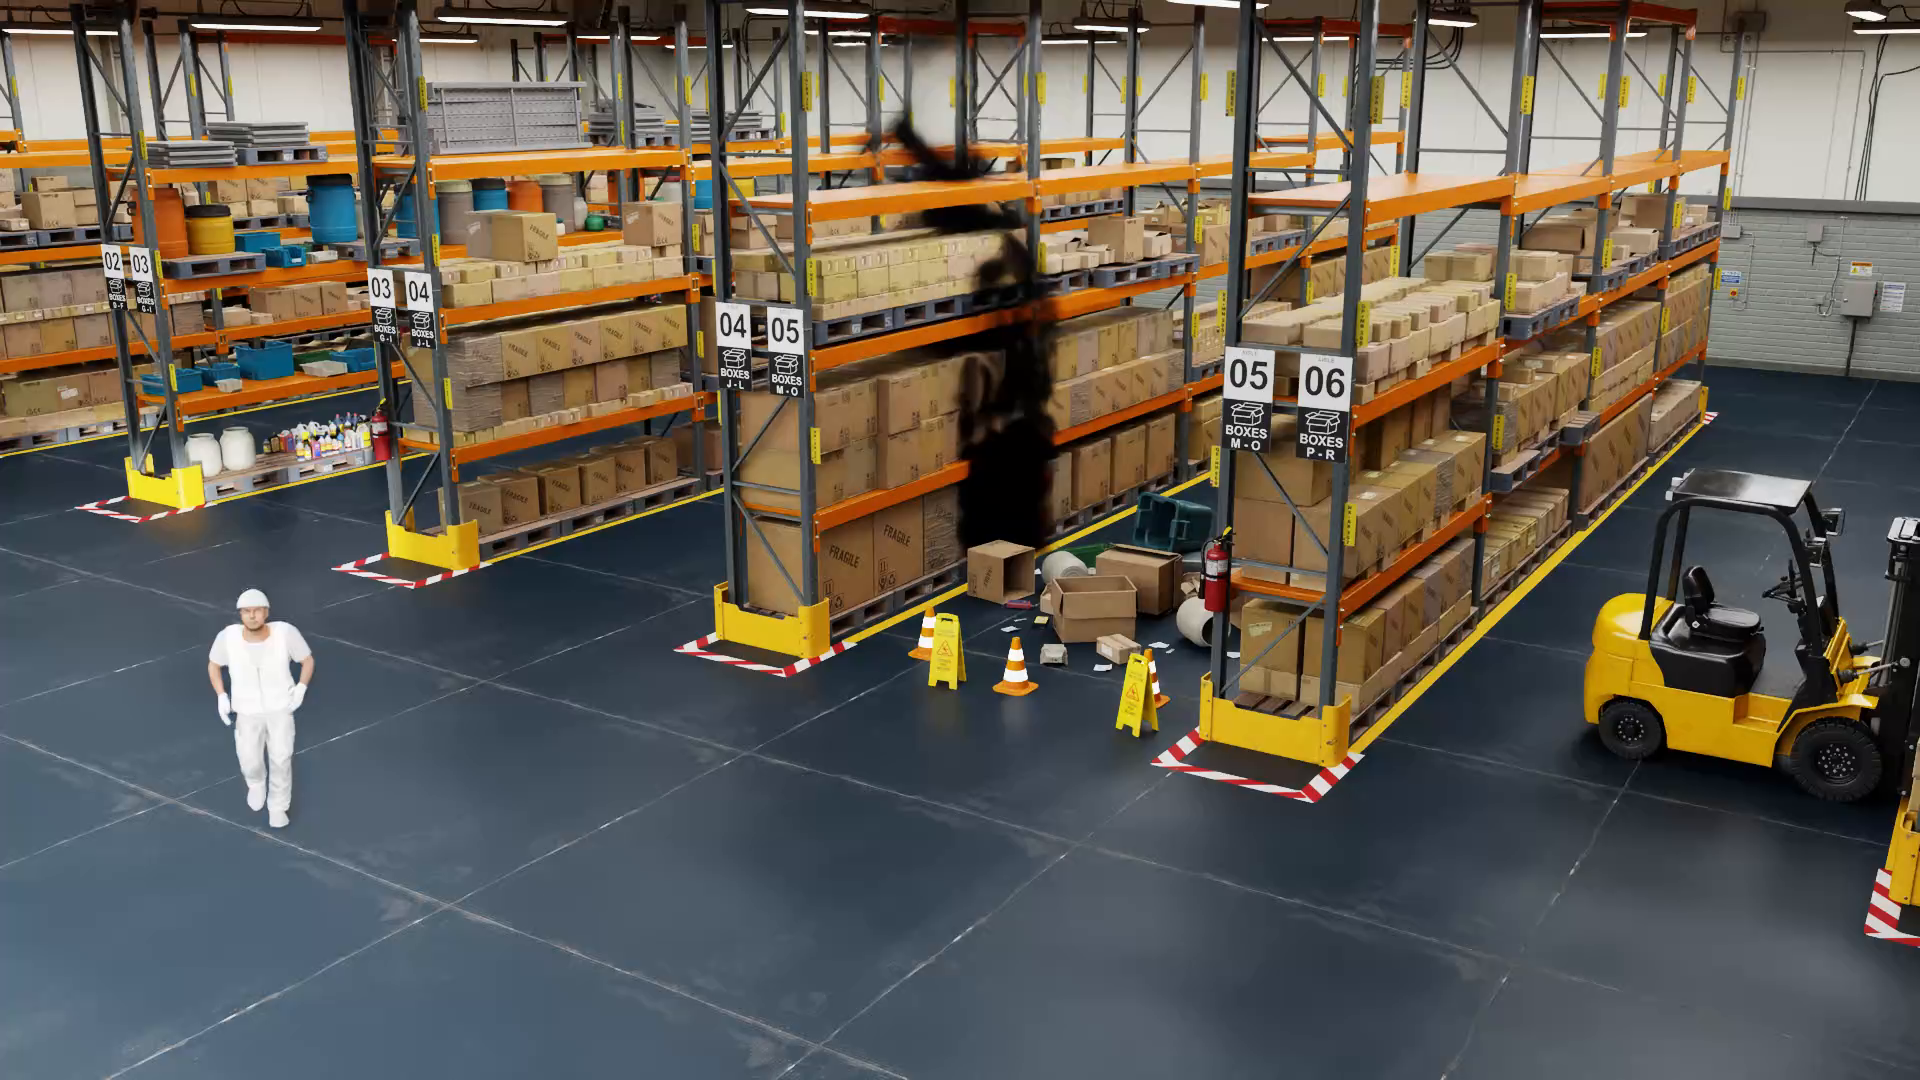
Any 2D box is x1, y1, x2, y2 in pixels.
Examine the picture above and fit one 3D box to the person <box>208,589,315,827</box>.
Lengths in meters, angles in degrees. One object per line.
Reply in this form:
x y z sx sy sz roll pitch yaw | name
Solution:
-4.894 1.180 11.733 0.695 1.746 0.590 -6 17 -21 | person
